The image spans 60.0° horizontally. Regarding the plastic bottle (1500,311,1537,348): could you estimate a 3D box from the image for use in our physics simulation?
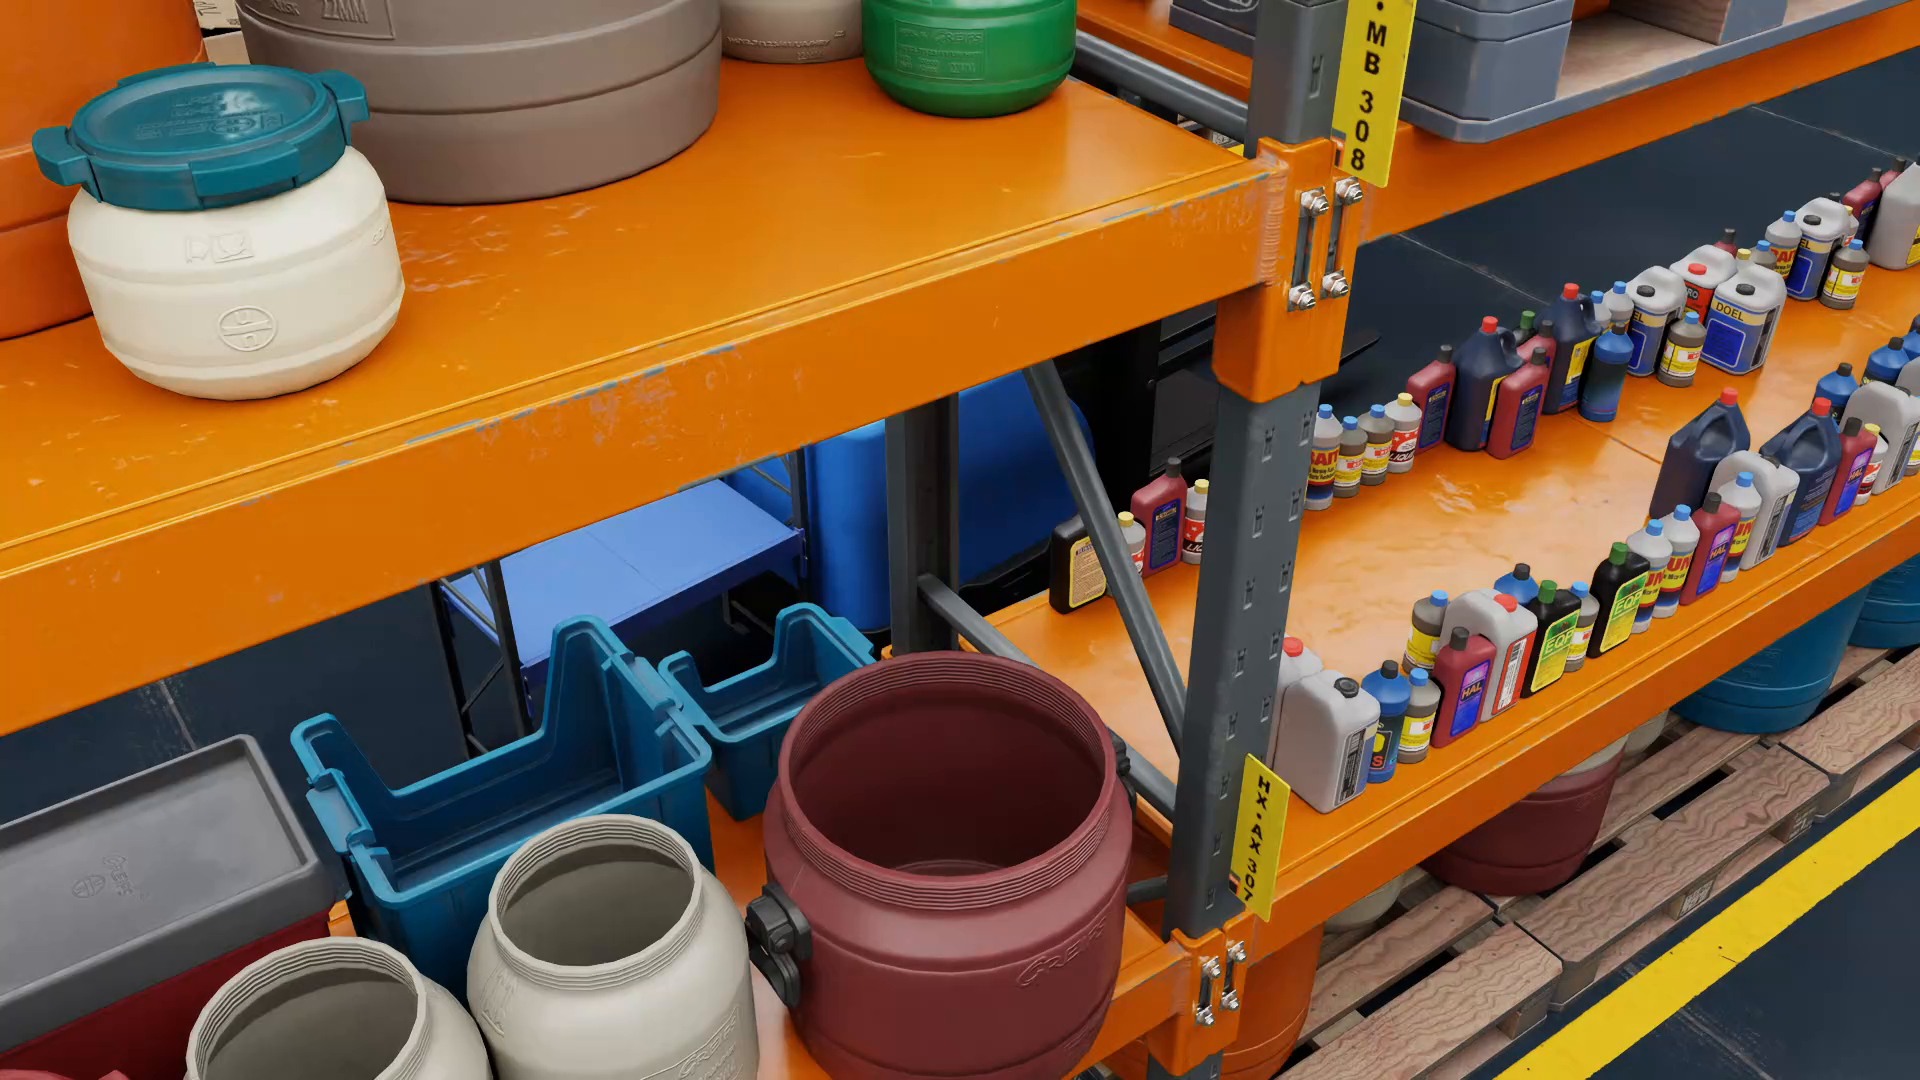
[{"bbox_3d":[1.464,-0.467,4.431,0.133,0.283,0.061,-22,41,-28],"label":"plastic bottle"}]

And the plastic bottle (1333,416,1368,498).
[{"bbox_3d":[0.961,-0.214,4.149,0.097,0.201,0.097,0,36,0],"label":"plastic bottle"}]

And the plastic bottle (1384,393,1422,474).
[{"bbox_3d":[1.120,-0.279,4.240,0.097,0.201,0.097,0,36,0],"label":"plastic bottle"}]

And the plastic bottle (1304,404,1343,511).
[{"bbox_3d":[0.881,-0.210,4.083,0.097,0.271,0.097,0,36,0],"label":"plastic bottle"}]

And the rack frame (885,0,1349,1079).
[{"bbox_3d":[0.185,0.317,3.241,0.127,3.000,1.000,-22,41,-28],"label":"rack frame"}]

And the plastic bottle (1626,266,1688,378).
[{"bbox_3d":[1.910,-0.615,4.643,0.135,0.276,0.152,-22,41,-28],"label":"plastic bottle"}]

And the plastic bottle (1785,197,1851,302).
[{"bbox_3d":[2.557,-0.882,5.013,0.135,0.276,0.152,-22,41,-28],"label":"plastic bottle"}]

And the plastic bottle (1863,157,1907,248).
[{"bbox_3d":[2.909,-1.062,5.257,0.133,0.283,0.061,-22,41,-28],"label":"plastic bottle"}]

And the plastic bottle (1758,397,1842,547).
[{"bbox_3d":[1.991,-0.173,3.964,0.185,0.351,0.144,-22,41,-28],"label":"plastic bottle"}]

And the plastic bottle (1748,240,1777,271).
[{"bbox_3d":[2.367,-0.793,4.953,0.097,0.201,0.097,0,36,0],"label":"plastic bottle"}]

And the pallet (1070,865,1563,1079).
[{"bbox_3d":[0.805,1.164,4.451,1.213,0.211,1.003,-22,41,-28],"label":"pallet"}]

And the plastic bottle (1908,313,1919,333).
[{"bbox_3d":[2.657,-0.550,4.488,0.185,0.351,0.144,-22,41,-28],"label":"plastic bottle"}]

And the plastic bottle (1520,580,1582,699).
[{"bbox_3d":[1.238,0.194,3.512,0.133,0.283,0.061,-22,41,-28],"label":"plastic bottle"}]

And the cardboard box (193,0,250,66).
[{"bbox_3d":[-2.988,-1.911,6.415,0.500,0.311,0.500,-20,40,-25],"label":"cardboard box"}]

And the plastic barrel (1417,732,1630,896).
[{"bbox_3d":[1.498,0.573,4.591,0.708,0.588,0.600,-22,41,-28],"label":"plastic barrel"}]

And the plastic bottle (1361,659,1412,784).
[{"bbox_3d":[0.835,0.352,3.302,0.097,0.271,0.097,0,36,0],"label":"plastic bottle"}]

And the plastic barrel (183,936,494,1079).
[{"bbox_3d":[-0.878,0.861,2.388,0.421,0.512,0.421,0,36,0],"label":"plastic barrel"}]

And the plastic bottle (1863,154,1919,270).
[{"bbox_3d":[2.947,-1.032,5.157,0.185,0.351,0.144,-22,41,-28],"label":"plastic bottle"}]

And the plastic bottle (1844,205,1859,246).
[{"bbox_3d":[2.716,-0.936,5.153,0.097,0.201,0.097,0,36,0],"label":"plastic bottle"}]

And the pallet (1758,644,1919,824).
[{"bbox_3d":[2.799,0.343,5.593,1.213,0.211,1.003,-22,41,-28],"label":"pallet"}]

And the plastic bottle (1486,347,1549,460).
[{"bbox_3d":[1.438,-0.354,4.272,0.133,0.283,0.061,-22,41,-28],"label":"plastic bottle"}]

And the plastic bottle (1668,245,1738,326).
[{"bbox_3d":[2.099,-0.693,4.751,0.135,0.276,0.152,-22,41,-28],"label":"plastic bottle"}]

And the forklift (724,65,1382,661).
[{"bbox_3d":[0.461,-1.436,5.737,3.031,2.935,1.130,-28,44,-33],"label":"forklift"}]

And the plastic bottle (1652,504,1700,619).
[{"bbox_3d":[1.590,0.041,3.735,0.097,0.271,0.097,0,36,0],"label":"plastic bottle"}]

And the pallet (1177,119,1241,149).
[{"bbox_3d":[1.166,-2.493,9.535,1.213,0.211,1.003,-22,41,-28],"label":"pallet"}]

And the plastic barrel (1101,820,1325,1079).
[{"bbox_3d":[0.575,0.854,3.992,0.708,0.830,0.600,-22,41,-28],"label":"plastic barrel"}]

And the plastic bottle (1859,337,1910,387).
[{"bbox_3d":[2.410,-0.405,4.355,0.097,0.271,0.097,0,36,0],"label":"plastic bottle"}]

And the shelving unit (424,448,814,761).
[{"bbox_3d":[-1.025,-0.021,4.994,1.048,1.500,0.538,-28,44,-33],"label":"shelving unit"}]

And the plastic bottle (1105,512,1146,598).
[{"bbox_3d":[0.374,0.027,3.813,0.097,0.201,0.097,0,36,0],"label":"plastic bottle"}]

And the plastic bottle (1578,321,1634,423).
[{"bbox_3d":[1.723,-0.453,4.421,0.097,0.271,0.097,0,36,0],"label":"plastic bottle"}]

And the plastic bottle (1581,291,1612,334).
[{"bbox_3d":[1.720,-0.555,4.562,0.097,0.271,0.097,0,36,0],"label":"plastic bottle"}]

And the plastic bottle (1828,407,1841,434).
[{"bbox_3d":[2.085,-0.206,4.078,0.097,0.271,0.097,0,36,0],"label":"plastic bottle"}]

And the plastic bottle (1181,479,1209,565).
[{"bbox_3d":[0.563,-0.050,3.921,0.097,0.201,0.097,0,36,0],"label":"plastic bottle"}]

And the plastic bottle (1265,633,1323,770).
[{"bbox_3d":[0.637,0.303,3.366,0.135,0.276,0.152,-22,41,-28],"label":"plastic bottle"}]

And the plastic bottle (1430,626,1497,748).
[{"bbox_3d":[1.019,0.284,3.386,0.133,0.283,0.061,-22,41,-28],"label":"plastic bottle"}]

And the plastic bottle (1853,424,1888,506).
[{"bbox_3d":[2.229,-0.194,4.120,0.097,0.201,0.097,0,36,0],"label":"plastic bottle"}]

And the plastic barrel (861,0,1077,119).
[{"bbox_3d":[0.012,-0.731,2.261,0.294,0.245,0.294,0,36,0],"label":"plastic barrel"}]

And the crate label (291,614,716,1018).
[{"bbox_3d":[-0.783,0.507,2.945,0.616,0.435,0.502,-22,41,-28],"label":"crate label"}]

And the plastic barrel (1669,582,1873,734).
[{"bbox_3d":[2.421,0.066,5.027,0.708,0.901,0.600,-22,41,-28],"label":"plastic barrel"}]

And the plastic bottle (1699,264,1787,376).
[{"bbox_3d":[2.187,-0.621,4.650,0.135,0.276,0.152,-22,41,-28],"label":"plastic bottle"}]

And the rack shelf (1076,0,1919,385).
[{"bbox_3d":[1.819,-1.282,3.510,4.000,0.370,1.077,-22,41,-28],"label":"rack shelf"}]

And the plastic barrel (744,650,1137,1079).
[{"bbox_3d":[-0.020,0.562,2.783,0.708,0.536,0.600,-22,41,-28],"label":"plastic barrel"}]

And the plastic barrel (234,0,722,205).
[{"bbox_3d":[-0.612,-0.932,1.979,0.600,0.901,0.600,0,36,0],"label":"plastic barrel"}]

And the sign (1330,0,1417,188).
[{"bbox_3d":[0.507,-0.599,2.034,0.005,0.325,0.100,-22,41,-28],"label":"sign"}]

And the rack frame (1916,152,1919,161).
[{"bbox_3d":[3.454,-1.029,5.112,0.127,3.000,1.000,-22,41,-28],"label":"rack frame"}]

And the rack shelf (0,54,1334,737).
[{"bbox_3d":[-1.450,0.064,1.640,4.000,0.370,1.077,-22,41,-28],"label":"rack shelf"}]

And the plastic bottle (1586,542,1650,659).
[{"bbox_3d":[1.427,0.116,3.619,0.133,0.283,0.061,-22,41,-28],"label":"plastic bottle"}]

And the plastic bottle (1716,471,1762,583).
[{"bbox_3d":[1.779,-0.037,3.842,0.097,0.271,0.097,0,36,0],"label":"plastic bottle"}]

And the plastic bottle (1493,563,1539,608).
[{"bbox_3d":[1.178,0.167,3.559,0.097,0.271,0.097,0,36,0],"label":"plastic bottle"}]

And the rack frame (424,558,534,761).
[{"bbox_3d":[-1.400,0.179,4.716,0.032,1.500,0.500,-28,44,-33],"label":"rack frame"}]

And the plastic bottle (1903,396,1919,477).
[{"bbox_3d":[2.418,-0.272,4.229,0.097,0.201,0.097,0,36,0],"label":"plastic bottle"}]
